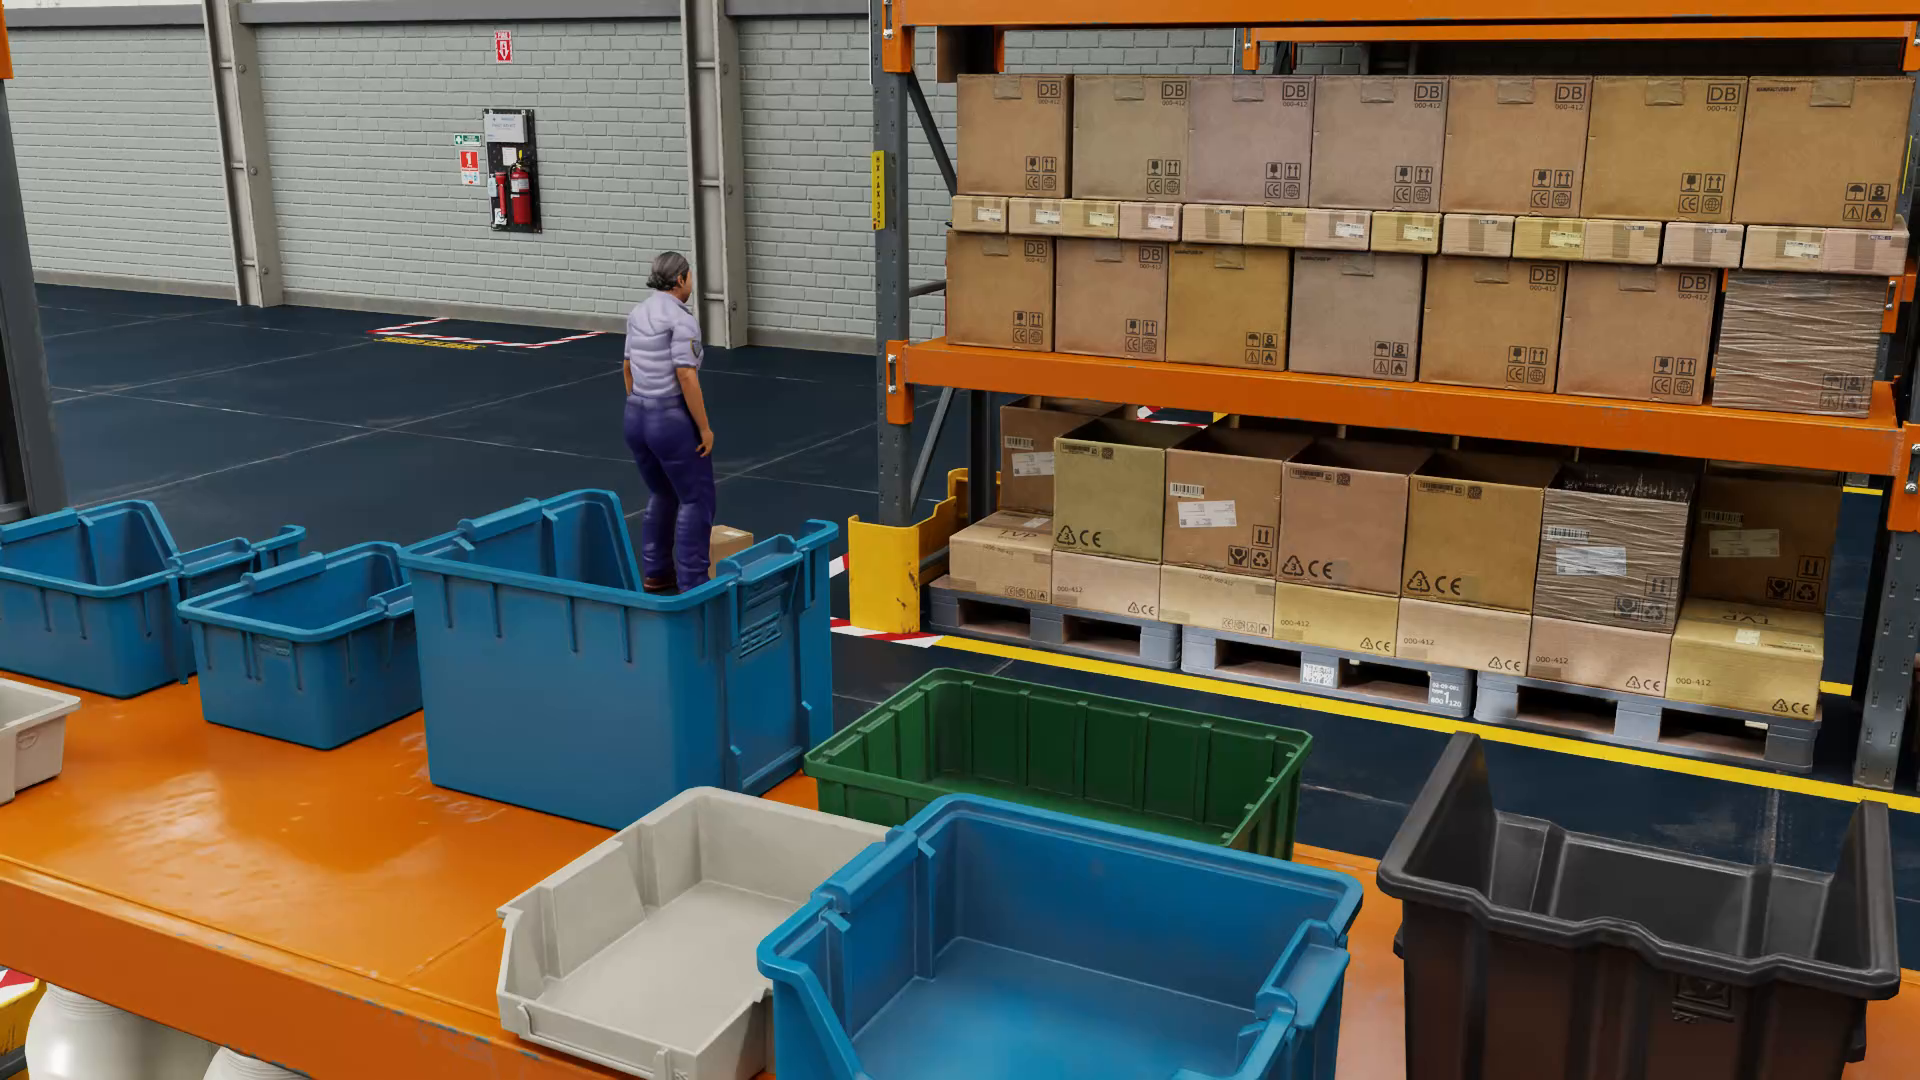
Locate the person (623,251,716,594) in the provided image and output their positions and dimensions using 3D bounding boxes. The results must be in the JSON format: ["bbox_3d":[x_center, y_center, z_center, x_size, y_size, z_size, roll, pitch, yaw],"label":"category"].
[{"bbox_3d":[-1.374,-0.537,7.929,0.558,1.650,0.373,15,22,42],"label":"person"}]
